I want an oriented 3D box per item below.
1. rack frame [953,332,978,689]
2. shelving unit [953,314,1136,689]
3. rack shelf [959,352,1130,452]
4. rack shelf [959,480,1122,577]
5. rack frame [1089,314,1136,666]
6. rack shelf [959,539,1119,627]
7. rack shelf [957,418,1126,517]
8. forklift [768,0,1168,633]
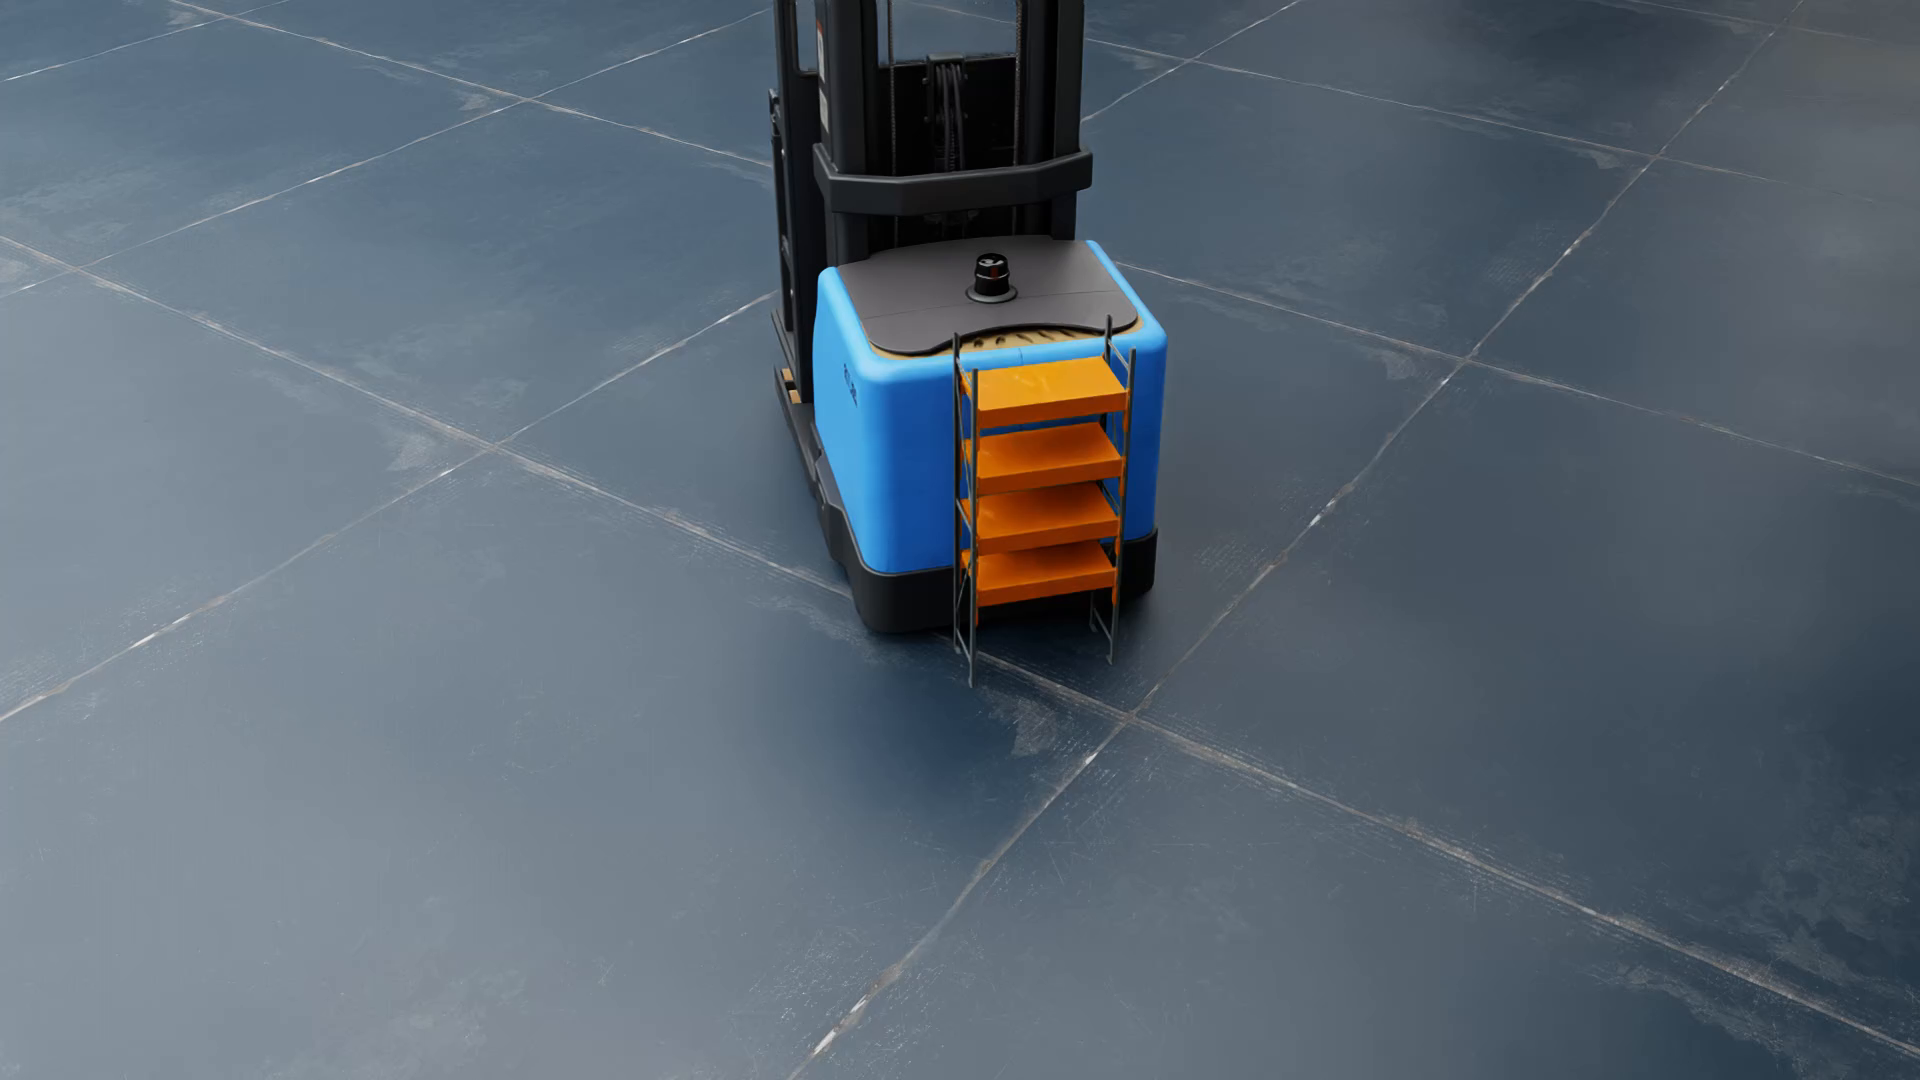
[{"bbox_3d":[0.015,-0.068,5.279,0.015,1.200,0.240,-8,35,-12],"label":"rack frame"},{"bbox_3d":[0.252,-0.102,5.329,0.503,1.200,0.258,-8,35,-12],"label":"shelving unit"},{"bbox_3d":[0.252,-0.427,5.109,0.480,0.148,0.258,-8,35,-12],"label":"rack shelf"},{"bbox_3d":[0.252,-0.046,5.367,0.480,0.148,0.258,-8,35,-12],"label":"rack shelf"},{"bbox_3d":[0.488,-0.136,5.380,0.015,1.200,0.240,-8,35,-12],"label":"rack frame"},{"bbox_3d":[0.252,0.119,5.478,0.480,0.148,0.258,-8,35,-12],"label":"rack shelf"},{"bbox_3d":[0.252,-0.231,5.242,0.480,0.148,0.258,-8,35,-12],"label":"rack shelf"},{"bbox_3d":[-0.165,-1.718,6.175,1.130,2.935,3.031,-8,35,-12],"label":"forklift"}]
